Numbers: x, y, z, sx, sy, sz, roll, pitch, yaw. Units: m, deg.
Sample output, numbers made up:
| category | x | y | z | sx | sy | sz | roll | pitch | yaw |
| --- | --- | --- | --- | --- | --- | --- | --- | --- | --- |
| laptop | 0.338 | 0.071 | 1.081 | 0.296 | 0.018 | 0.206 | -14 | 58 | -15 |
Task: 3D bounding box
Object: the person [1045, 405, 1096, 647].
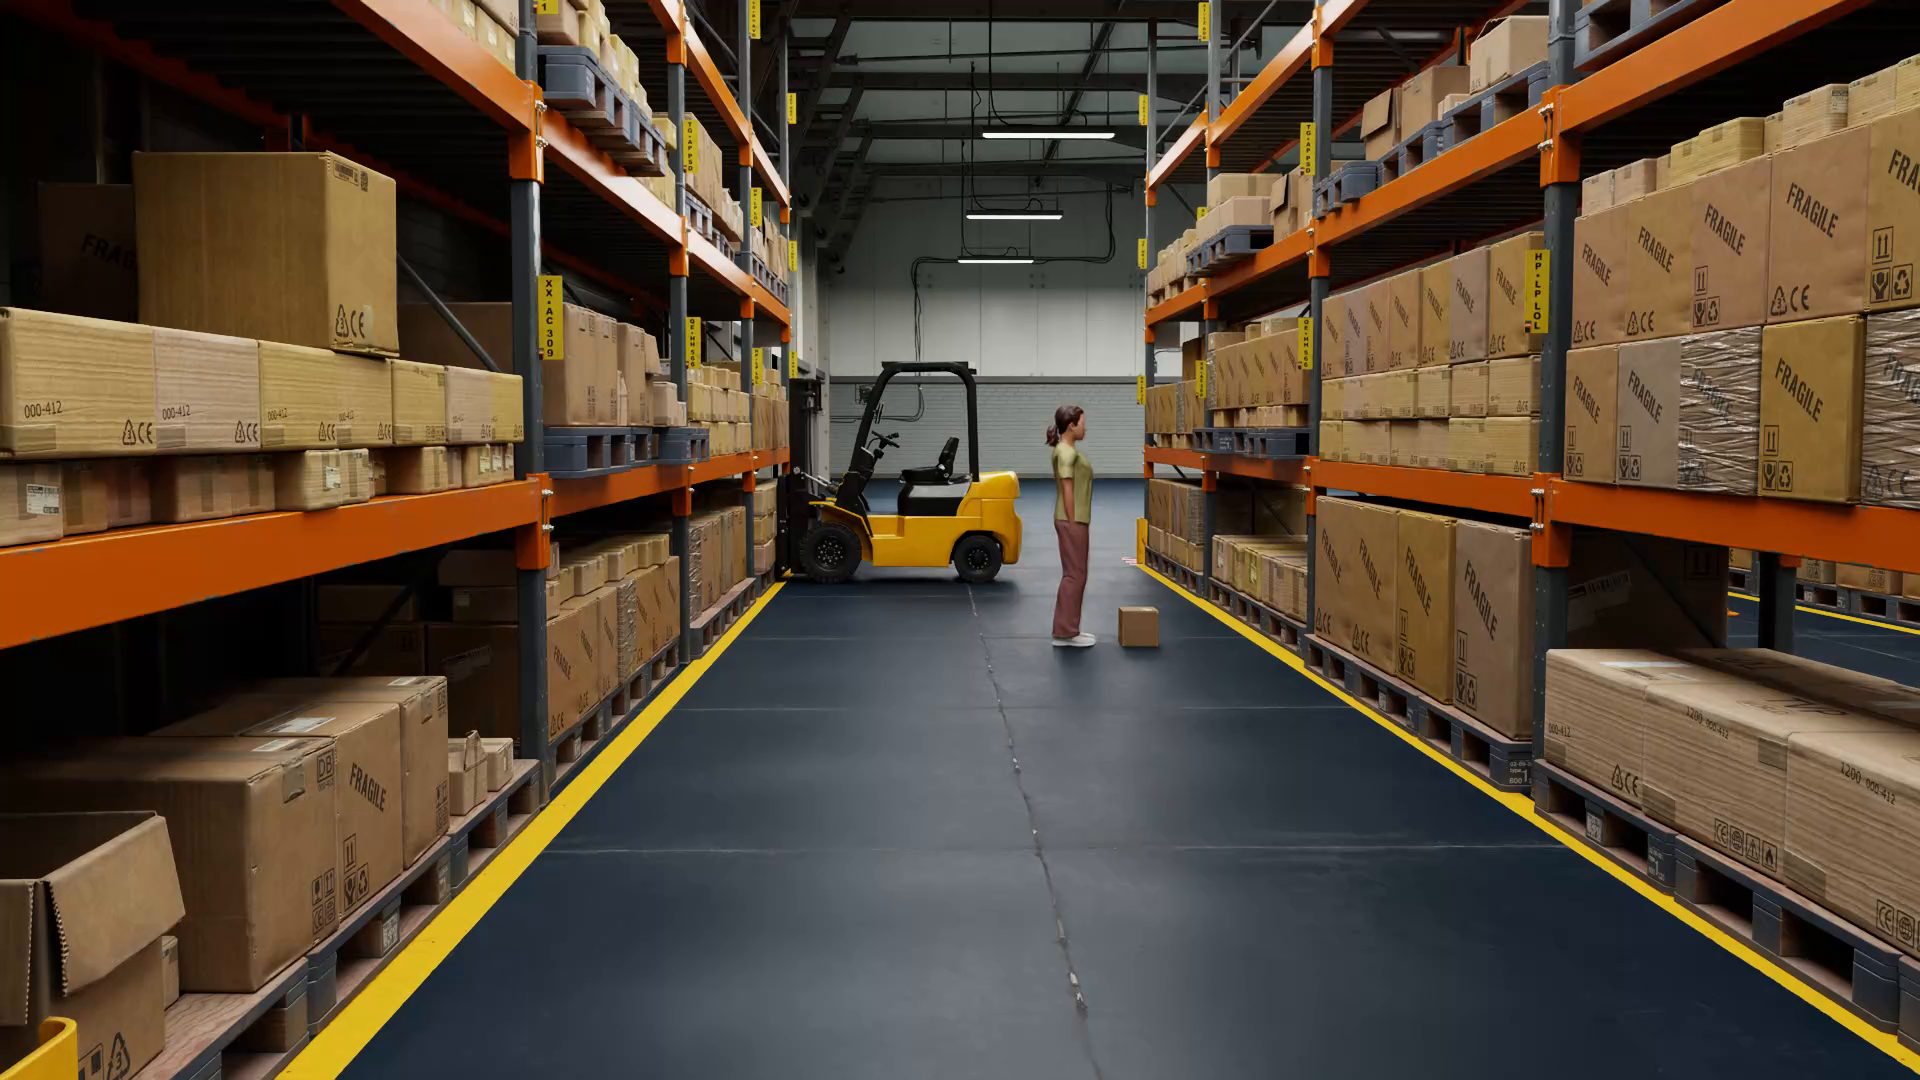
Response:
| category | x | y | z | sx | sy | sz | roll | pitch | yaw |
| --- | --- | --- | --- | --- | --- | --- | --- | --- | --- |
| person | 0.767 | -0.103 | 11.552 | 0.365 | 1.670 | 0.442 | 0 | 4 | 0 |
